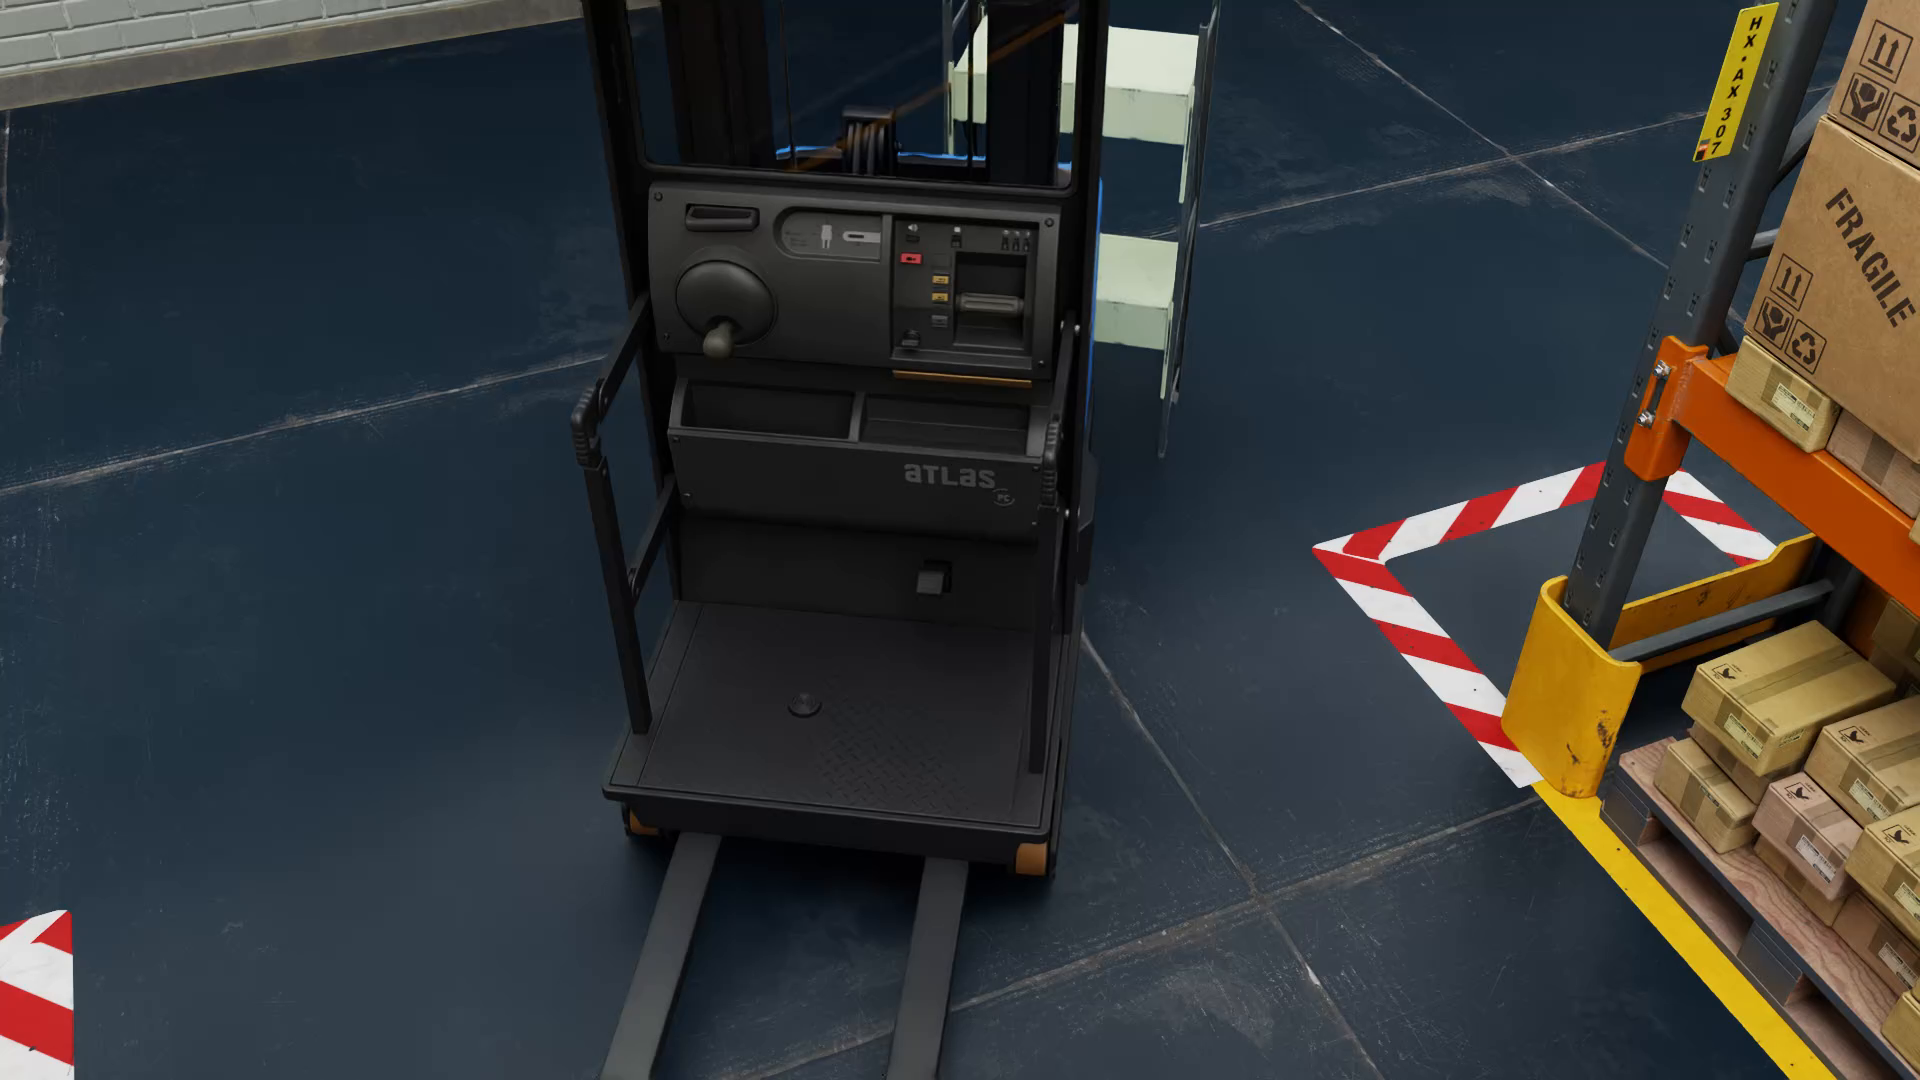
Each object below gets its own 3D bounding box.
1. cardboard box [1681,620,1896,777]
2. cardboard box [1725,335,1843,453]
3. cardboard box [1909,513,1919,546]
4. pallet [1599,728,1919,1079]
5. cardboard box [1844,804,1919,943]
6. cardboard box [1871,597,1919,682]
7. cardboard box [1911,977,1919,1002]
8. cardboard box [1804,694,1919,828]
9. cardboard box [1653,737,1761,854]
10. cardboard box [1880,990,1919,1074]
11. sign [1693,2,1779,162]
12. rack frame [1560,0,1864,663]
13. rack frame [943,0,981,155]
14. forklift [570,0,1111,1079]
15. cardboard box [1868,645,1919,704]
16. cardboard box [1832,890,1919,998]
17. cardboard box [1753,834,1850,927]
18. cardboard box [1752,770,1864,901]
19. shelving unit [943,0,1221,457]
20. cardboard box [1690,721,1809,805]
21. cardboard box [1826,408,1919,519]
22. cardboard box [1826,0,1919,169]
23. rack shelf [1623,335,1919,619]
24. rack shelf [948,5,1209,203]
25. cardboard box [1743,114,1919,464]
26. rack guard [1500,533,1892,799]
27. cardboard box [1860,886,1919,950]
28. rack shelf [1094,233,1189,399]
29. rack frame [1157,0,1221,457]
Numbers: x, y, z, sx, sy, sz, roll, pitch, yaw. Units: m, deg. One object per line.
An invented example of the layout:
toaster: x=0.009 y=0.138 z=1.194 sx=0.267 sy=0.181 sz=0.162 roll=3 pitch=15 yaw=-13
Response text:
cardboard box: x=1.953 y=0.370 z=3.928 sx=0.380 sy=0.149 sz=0.250 roll=-17 pitch=44 yaw=-19
cardboard box: x=1.888 y=-0.355 z=3.555 sx=0.380 sy=0.149 sz=0.250 roll=-15 pitch=43 yaw=-17
cardboard box: x=2.077 y=-0.036 z=3.184 sx=0.380 sy=0.149 sz=0.250 roll=-16 pitch=43 yaw=-18
pallet: x=2.374 y=0.874 z=4.071 sx=1.003 sy=0.211 sz=1.213 roll=-15 pitch=43 yaw=-17
cardboard box: x=2.148 y=0.689 z=3.556 sx=0.380 sy=0.149 sz=0.250 roll=-15 pitch=43 yaw=-17
cardboard box: x=2.504 y=0.225 z=4.096 sx=0.380 sy=0.149 sz=0.250 roll=-15 pitch=43 yaw=-16
cardboard box: x=2.256 y=0.948 z=3.484 sx=0.380 sy=0.149 sz=0.250 roll=-14 pitch=43 yaw=-16
cardboard box: x=2.170 y=0.506 z=3.769 sx=0.380 sy=0.149 sz=0.250 roll=-14 pitch=43 yaw=-16
cardboard box: x=1.972 y=0.590 z=4.127 sx=0.380 sy=0.149 sz=0.250 roll=-14 pitch=43 yaw=-16
cardboard box: x=2.245 y=1.057 z=3.585 sx=0.380 sy=0.149 sz=0.250 roll=-15 pitch=43 yaw=-16
sign: x=1.566 y=-0.920 z=3.355 sx=0.100 sy=0.325 sz=0.005 roll=-15 pitch=43 yaw=-17
rack frame: x=2.067 y=-0.727 z=3.795 sx=1.000 sy=3.000 sz=0.127 roll=-15 pitch=43 yaw=-17
rack frame: x=0.008 y=-1.087 z=5.364 sx=0.023 sy=1.500 sz=0.400 roll=9 pitch=41 yaw=10
forklift: x=-0.269 y=-0.501 z=3.585 sx=1.130 sy=2.935 sz=3.031 roll=5 pitch=41 yaw=6
cardboard box: x=2.533 y=0.329 z=4.203 sx=0.380 sy=0.149 sz=0.250 roll=-16 pitch=43 yaw=-18
cardboard box: x=2.249 y=0.875 z=3.796 sx=0.380 sy=0.149 sz=0.250 roll=-15 pitch=43 yaw=-16
cardboard box: x=2.147 y=0.728 z=3.968 sx=0.380 sy=0.149 sz=0.250 roll=-15 pitch=43 yaw=-17
cardboard box: x=2.083 y=0.641 z=3.841 sx=0.380 sy=0.149 sz=0.250 roll=-15 pitch=43 yaw=-17
shelving unit: x=0.364 y=-1.031 z=5.299 sx=0.755 sy=1.500 sz=0.431 roll=9 pitch=41 yaw=10
cardboard box: x=2.030 y=0.462 z=4.049 sx=0.380 sy=0.149 sz=0.250 roll=-13 pitch=42 yaw=-15
cardboard box: x=2.024 y=-0.212 z=3.388 sx=0.380 sy=0.149 sz=0.250 roll=-14 pitch=43 yaw=-15
cardboard box: x=1.993 y=-0.920 z=2.948 sx=0.500 sy=0.500 sz=0.500 roll=-15 pitch=43 yaw=-17
rack shelf: x=2.832 y=0.751 z=2.628 sx=1.077 sy=0.370 sz=4.000 roll=-15 pitch=43 yaw=-17
rack shelf: x=0.364 y=-1.327 z=5.045 sx=0.720 sy=0.370 sz=0.431 roll=9 pitch=41 yaw=10
cardboard box: x=1.983 y=-0.538 z=3.270 sx=0.500 sy=0.500 sz=0.500 roll=-13 pitch=42 yaw=-15
rack guard: x=2.096 y=0.267 z=4.556 sx=1.175 sy=0.500 sz=0.348 roll=-15 pitch=43 yaw=-17
cardboard box: x=2.258 y=0.766 z=3.695 sx=0.380 sy=0.149 sz=0.250 roll=-15 pitch=43 yaw=-16
rack shelf: x=0.364 y=-0.784 z=5.512 sx=0.720 sy=0.370 sz=0.431 roll=9 pitch=41 yaw=10
rack frame: x=0.720 y=-0.975 z=5.234 sx=0.023 sy=1.500 sz=0.400 roll=9 pitch=41 yaw=10
